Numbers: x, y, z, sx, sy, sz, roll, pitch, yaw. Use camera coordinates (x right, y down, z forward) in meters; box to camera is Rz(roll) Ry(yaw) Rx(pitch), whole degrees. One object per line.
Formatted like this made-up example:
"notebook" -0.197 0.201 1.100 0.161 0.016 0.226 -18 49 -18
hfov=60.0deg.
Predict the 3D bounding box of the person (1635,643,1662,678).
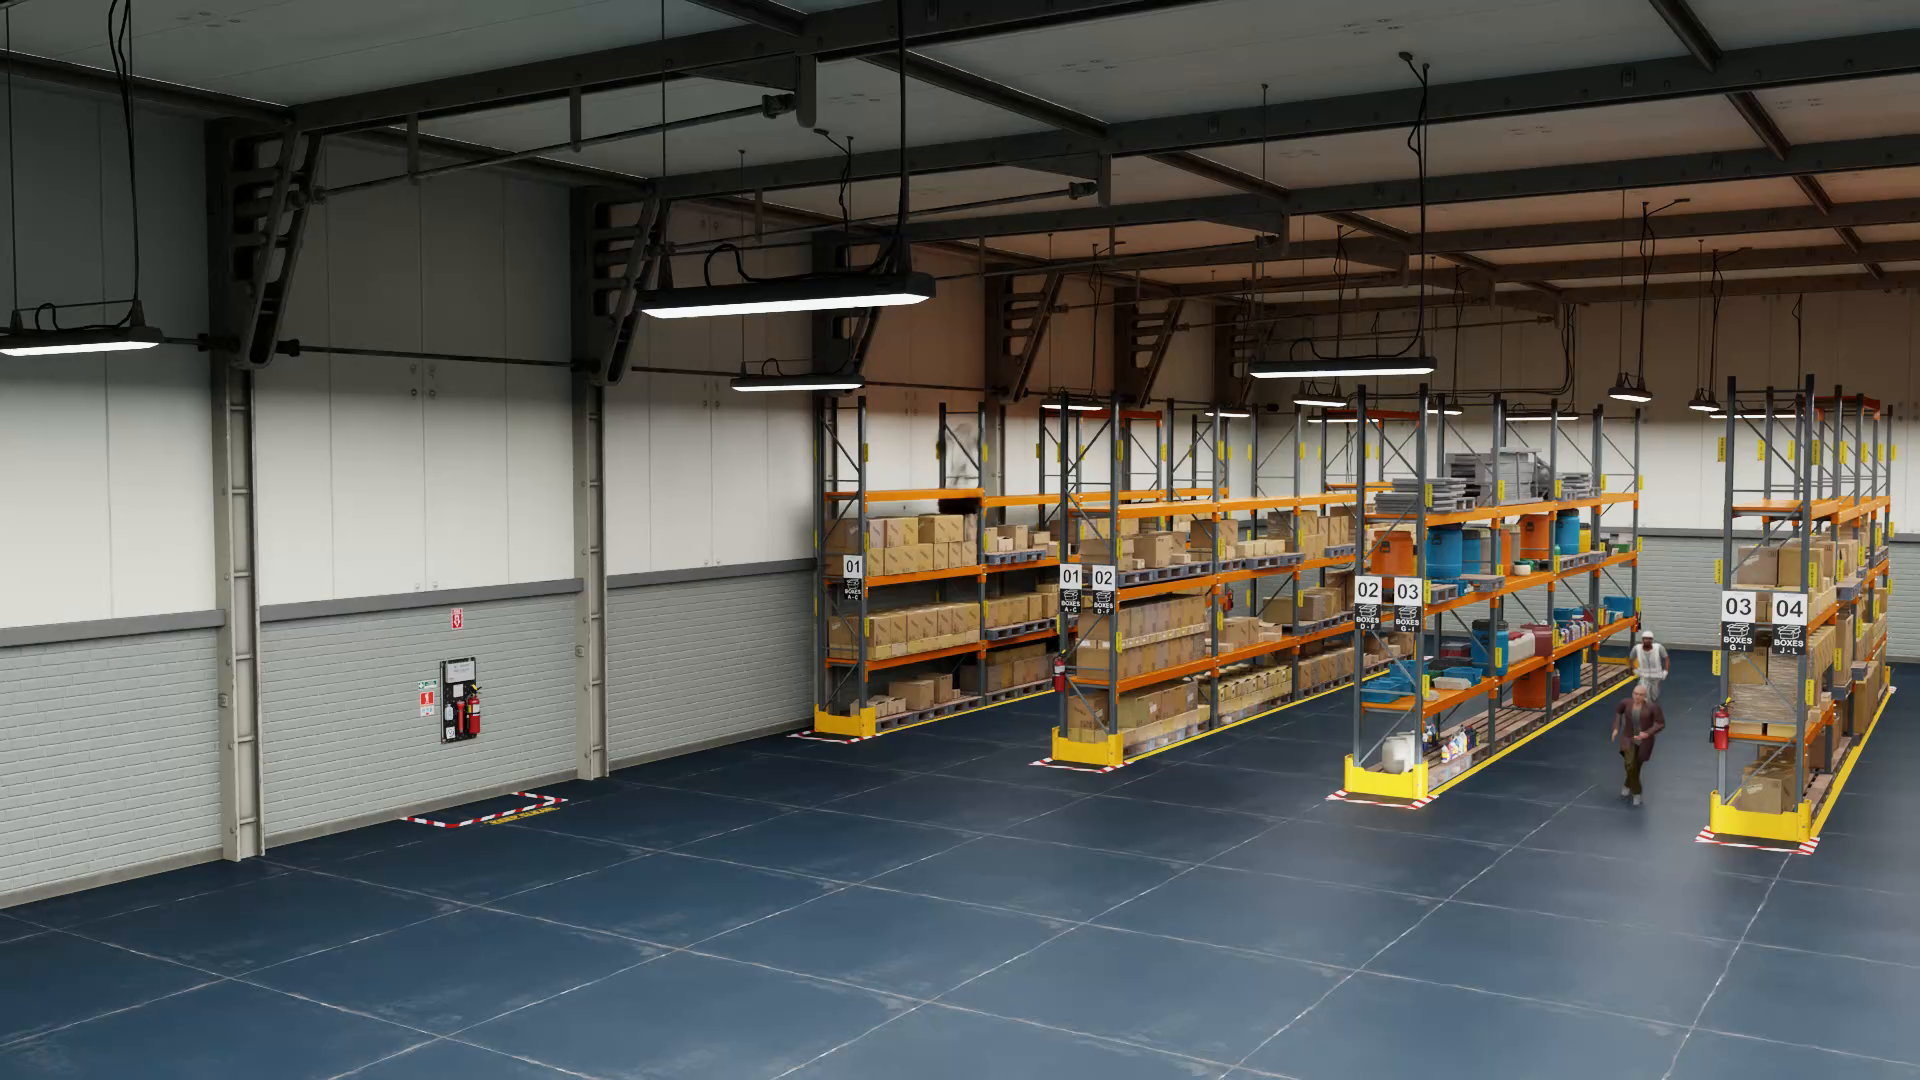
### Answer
"person" 15.143 3.098 21.491 5.033 1.630 19.196 0 3 -1

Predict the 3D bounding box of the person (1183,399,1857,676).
"person" 10.598 0.262 33.458 13.382 5.840 3.702 2 4 33

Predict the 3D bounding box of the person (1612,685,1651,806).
"person" 9.749 2.910 23.914 0.699 1.737 0.885 1 3 25

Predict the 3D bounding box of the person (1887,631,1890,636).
"person" 19.850 2.297 36.200 0.567 1.675 0.740 -2 4 -37

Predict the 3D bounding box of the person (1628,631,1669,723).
"person" 12.763 2.541 30.826 0.704 1.747 0.799 1 3 20
